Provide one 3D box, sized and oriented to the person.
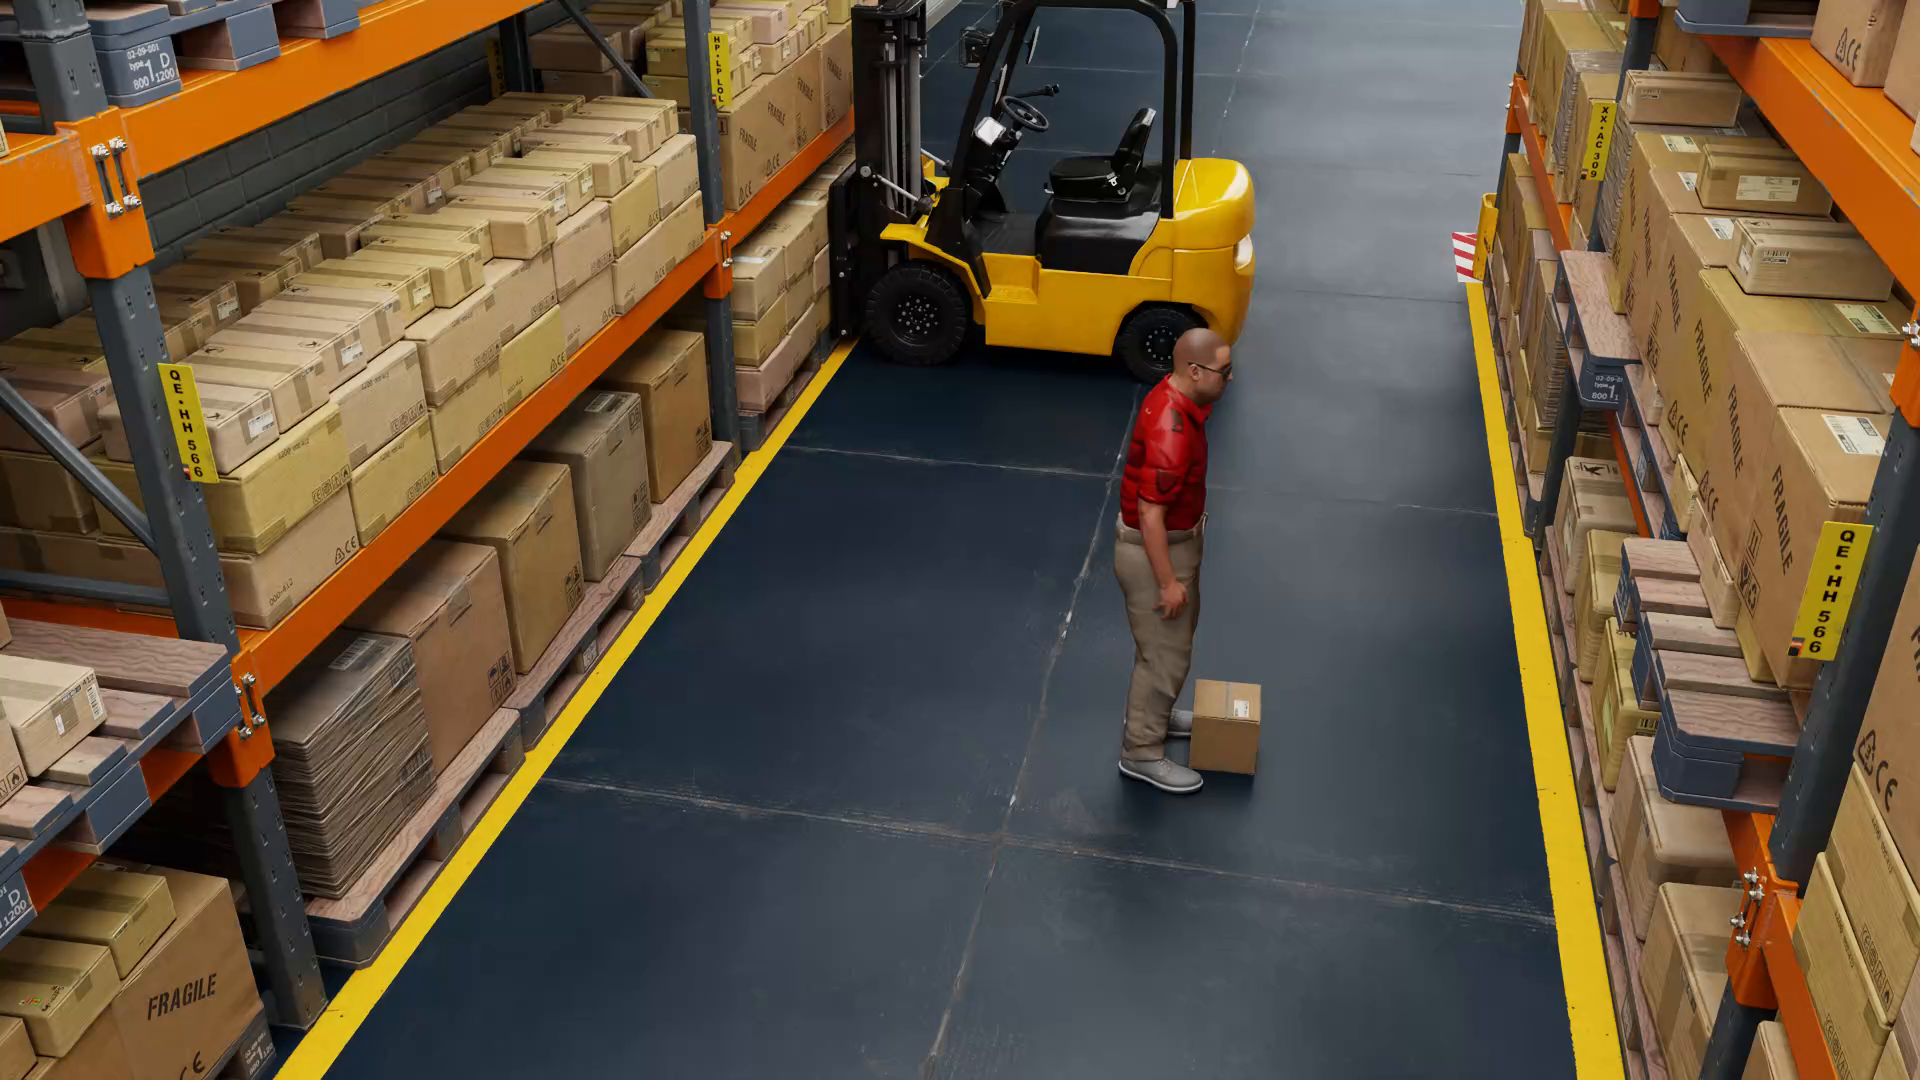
[{"bbox_3d":[0.765,0.049,6.049,0.394,1.727,0.587,6,29,11],"label":"person"}]
